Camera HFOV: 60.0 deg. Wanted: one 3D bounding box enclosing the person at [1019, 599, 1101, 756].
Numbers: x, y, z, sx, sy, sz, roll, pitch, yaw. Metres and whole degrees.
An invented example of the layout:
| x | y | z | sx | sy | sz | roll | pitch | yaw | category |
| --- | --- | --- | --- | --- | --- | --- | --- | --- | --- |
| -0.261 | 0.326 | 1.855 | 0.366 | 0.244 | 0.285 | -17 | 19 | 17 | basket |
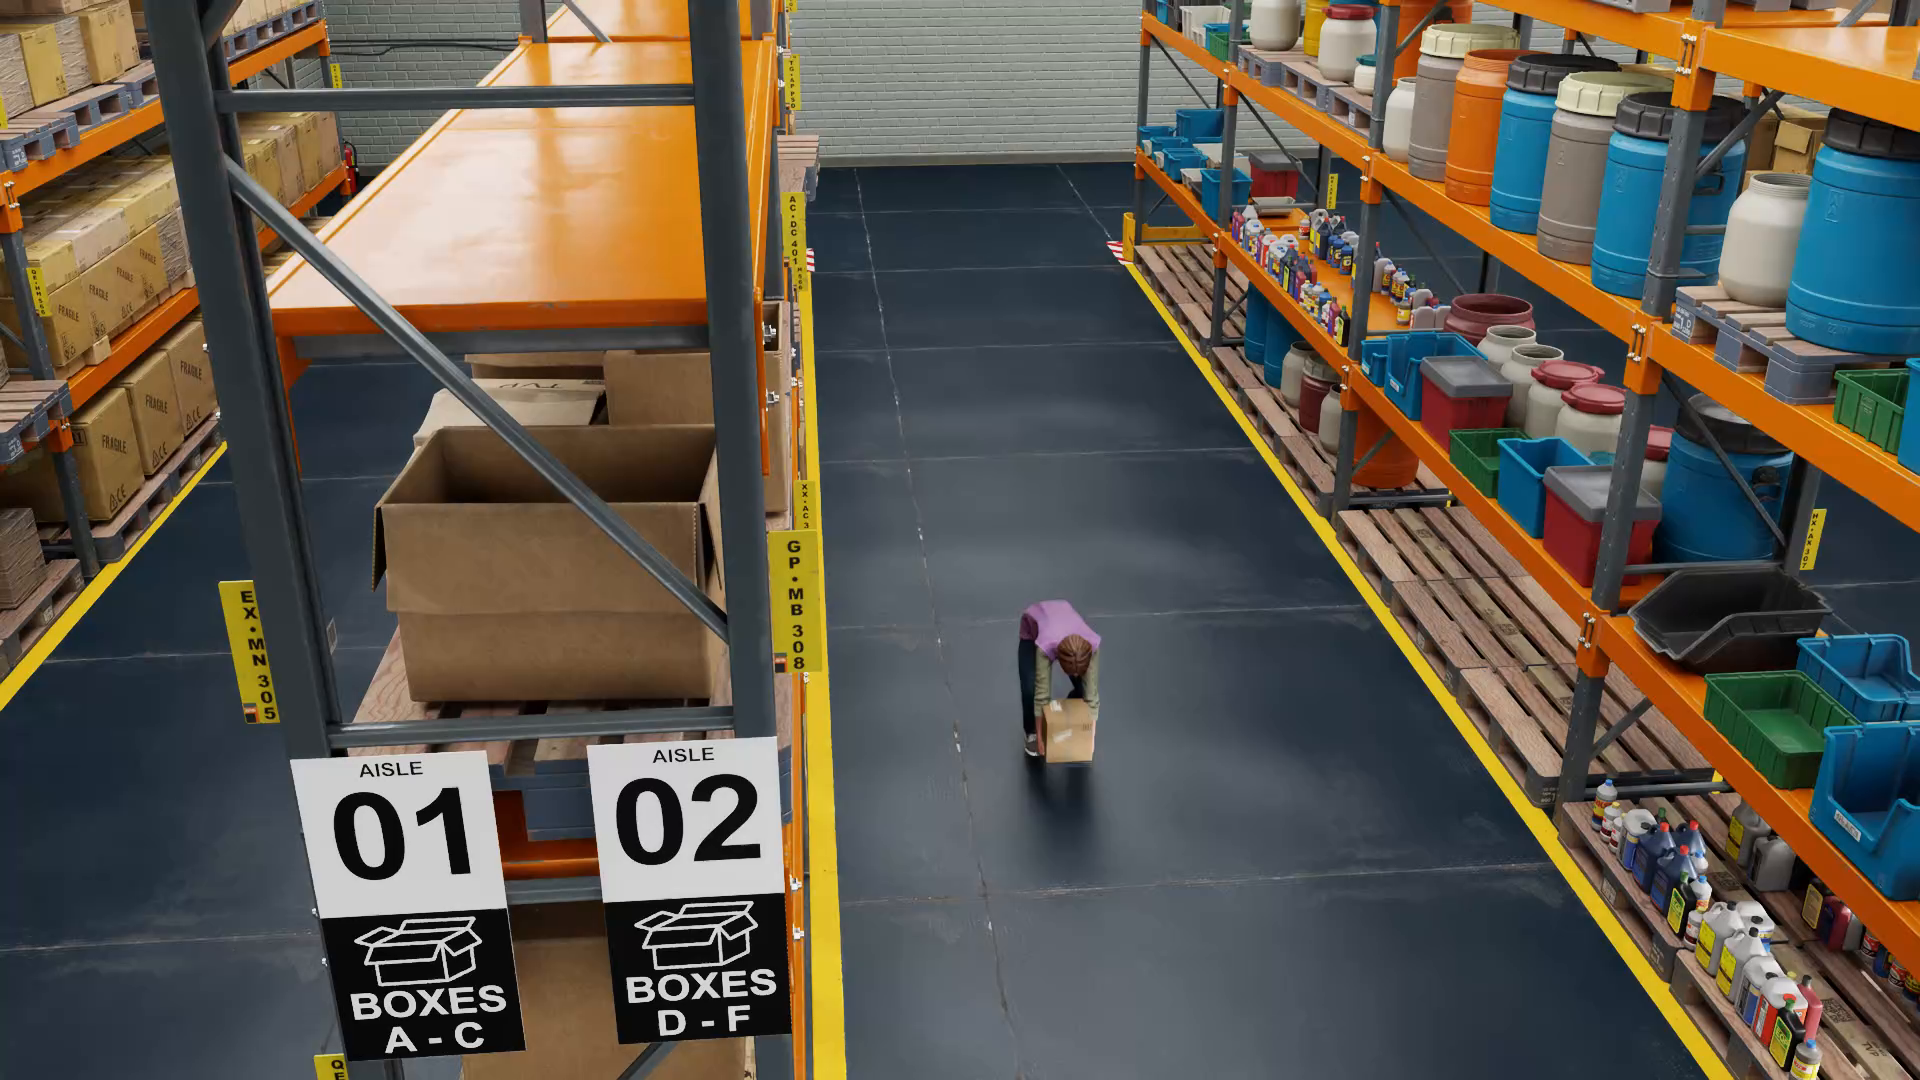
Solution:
| x | y | z | sx | sy | sz | roll | pitch | yaw | category |
| --- | --- | --- | --- | --- | --- | --- | --- | --- | --- |
| 0.547 | 0.821 | 9.266 | 0.403 | 0.947 | 0.863 | -3 | 24 | -8 | person |
